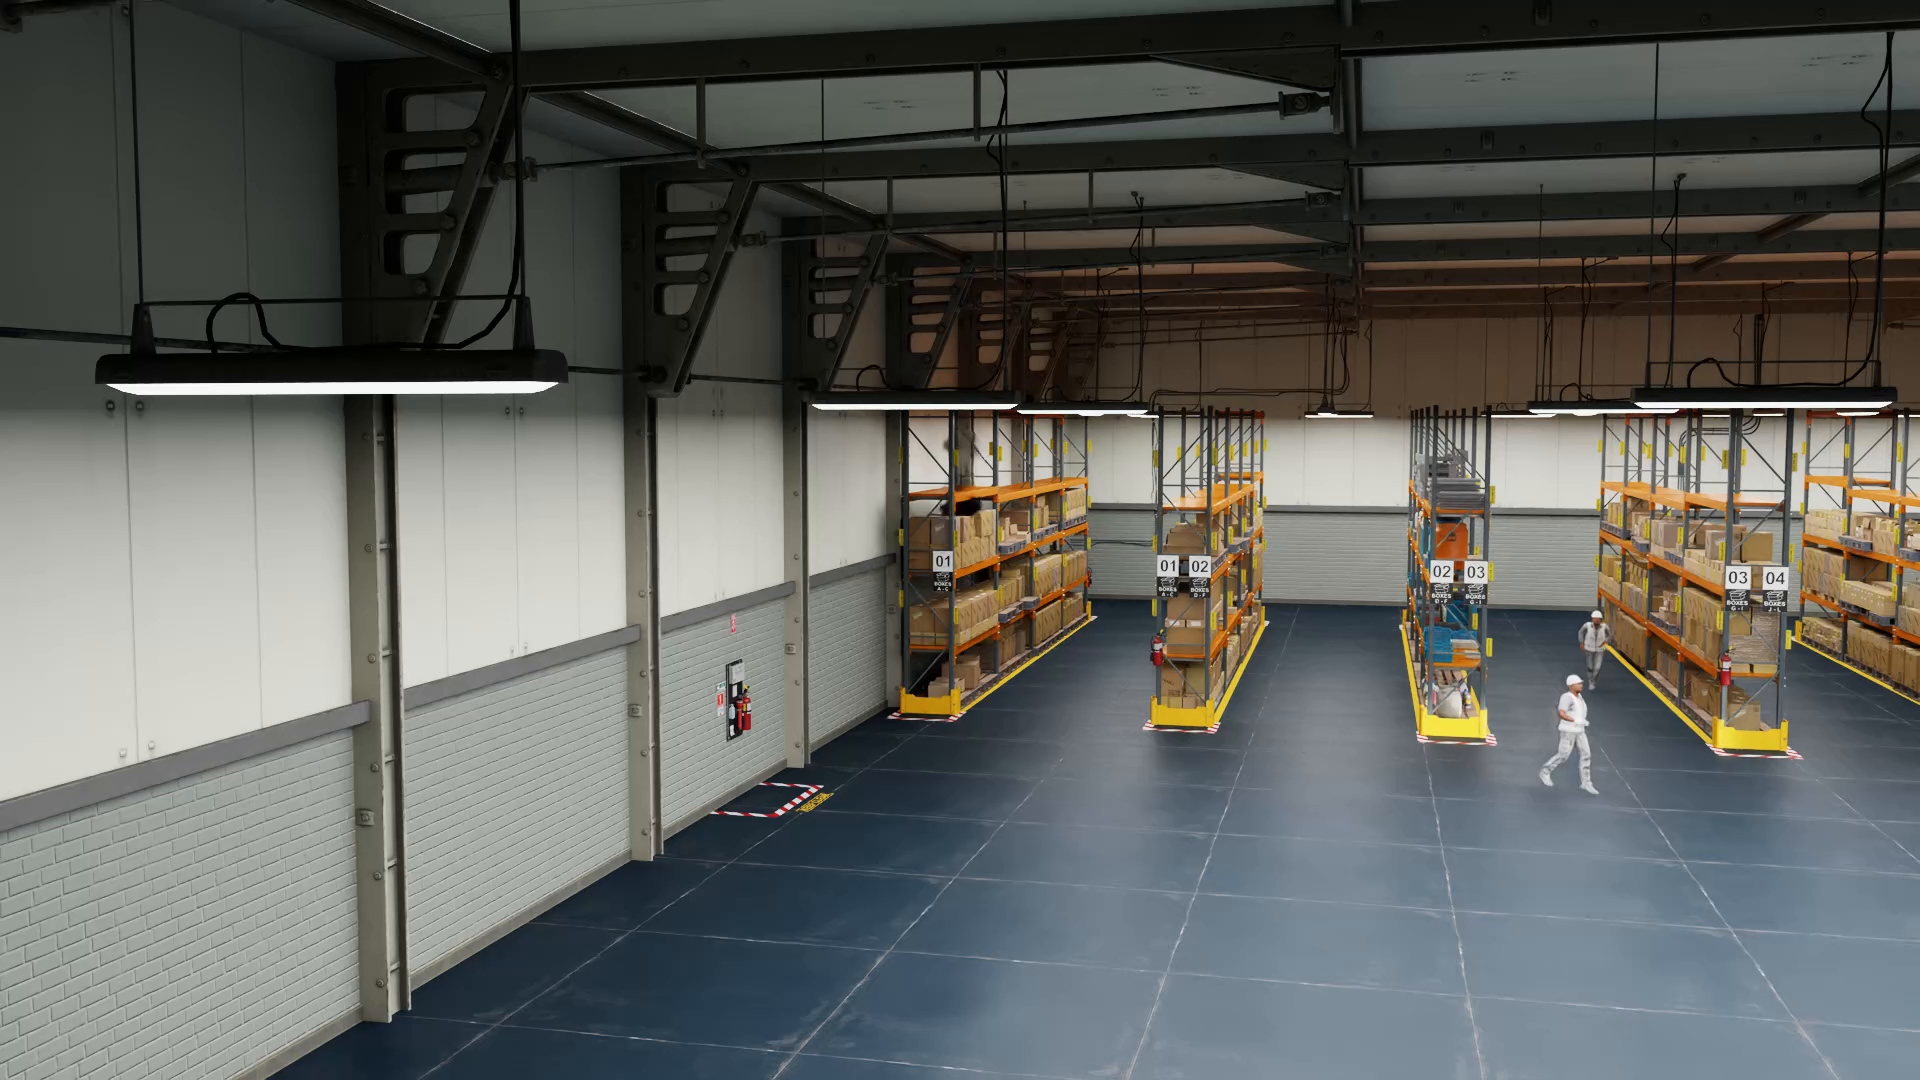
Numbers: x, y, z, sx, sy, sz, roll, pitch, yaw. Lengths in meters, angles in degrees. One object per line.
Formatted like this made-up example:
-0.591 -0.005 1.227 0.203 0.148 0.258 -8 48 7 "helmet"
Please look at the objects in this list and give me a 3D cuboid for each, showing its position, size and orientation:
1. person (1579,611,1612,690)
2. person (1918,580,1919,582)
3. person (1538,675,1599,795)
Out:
13.563 2.344 35.530 0.652 1.709 0.771 1 4 13 "person"
24.063 1.864 41.755 0.739 1.737 0.600 0 4 -5 "person"
9.472 2.981 25.708 0.721 1.792 0.947 -4 6 -43 "person"
